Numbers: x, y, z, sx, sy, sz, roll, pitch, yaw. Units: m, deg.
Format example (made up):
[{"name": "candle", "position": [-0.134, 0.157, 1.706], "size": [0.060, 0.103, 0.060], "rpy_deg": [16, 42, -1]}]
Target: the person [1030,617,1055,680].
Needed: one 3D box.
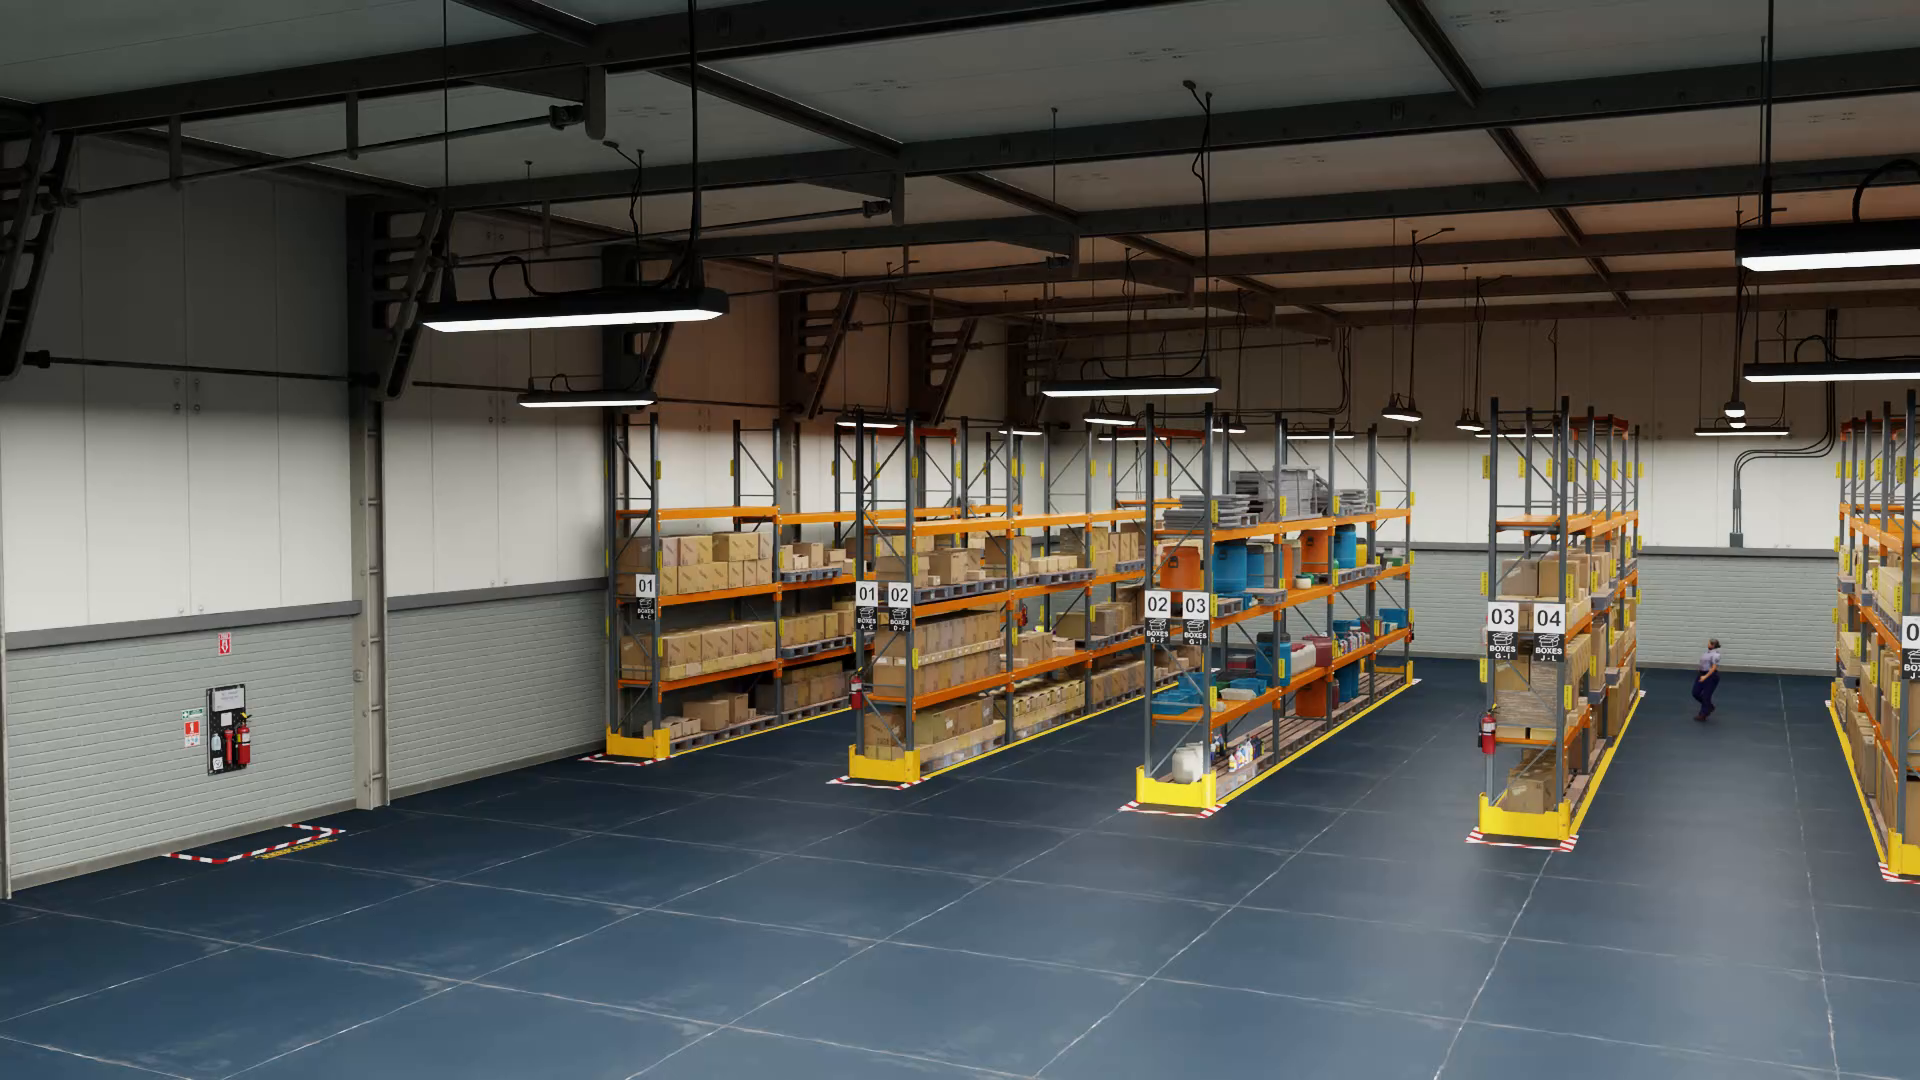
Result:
[{"name": "person", "position": [1.914, 2.533, 37.640], "size": [0.602, 1.746, 0.572], "rpy_deg": [-1, 3, -30]}]

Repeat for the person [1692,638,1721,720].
[{"name": "person", "position": [14.977, 2.781, 33.385], "size": [0.575, 1.628, 0.545], "rpy_deg": [-1, 2, -14]}]
